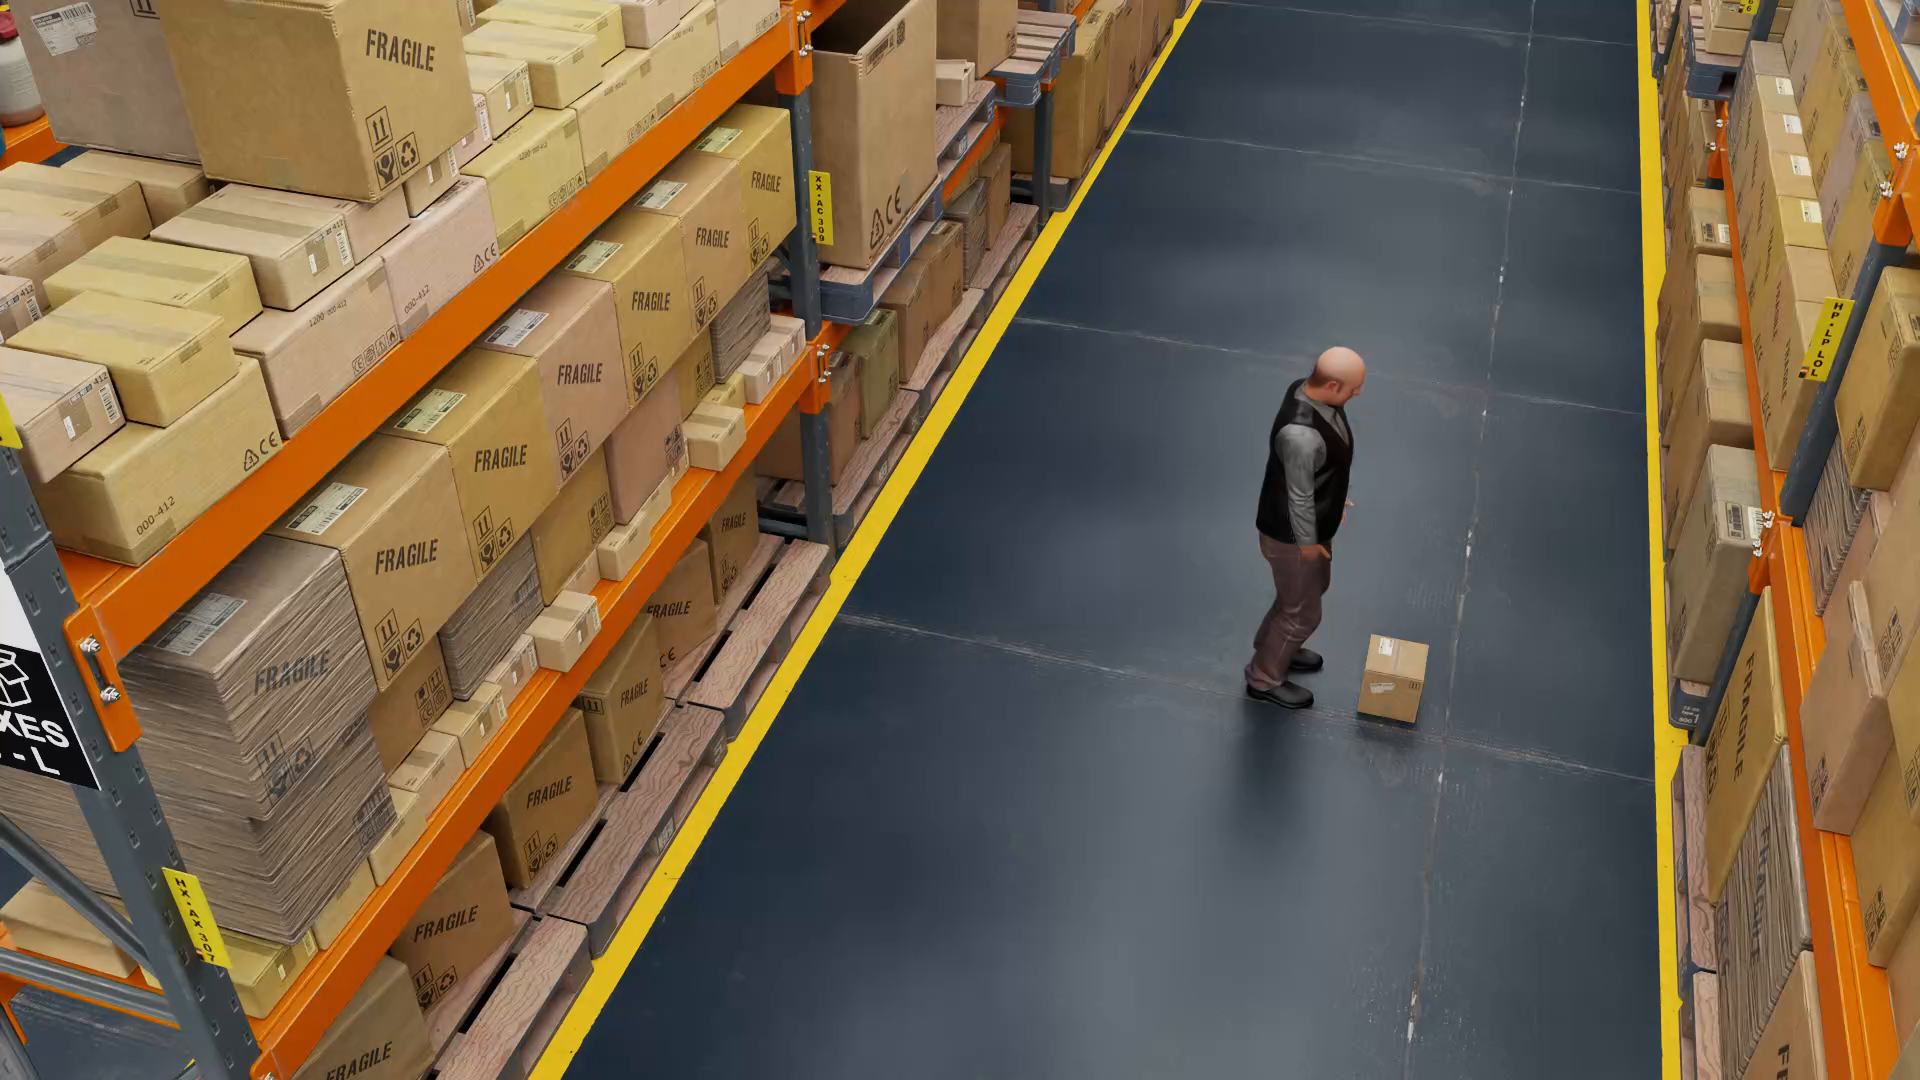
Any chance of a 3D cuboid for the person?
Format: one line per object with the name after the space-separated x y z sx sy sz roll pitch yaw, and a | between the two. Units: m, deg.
1.617 0.357 7.264 0.932 0.797 0.510 10 38 13 | person
